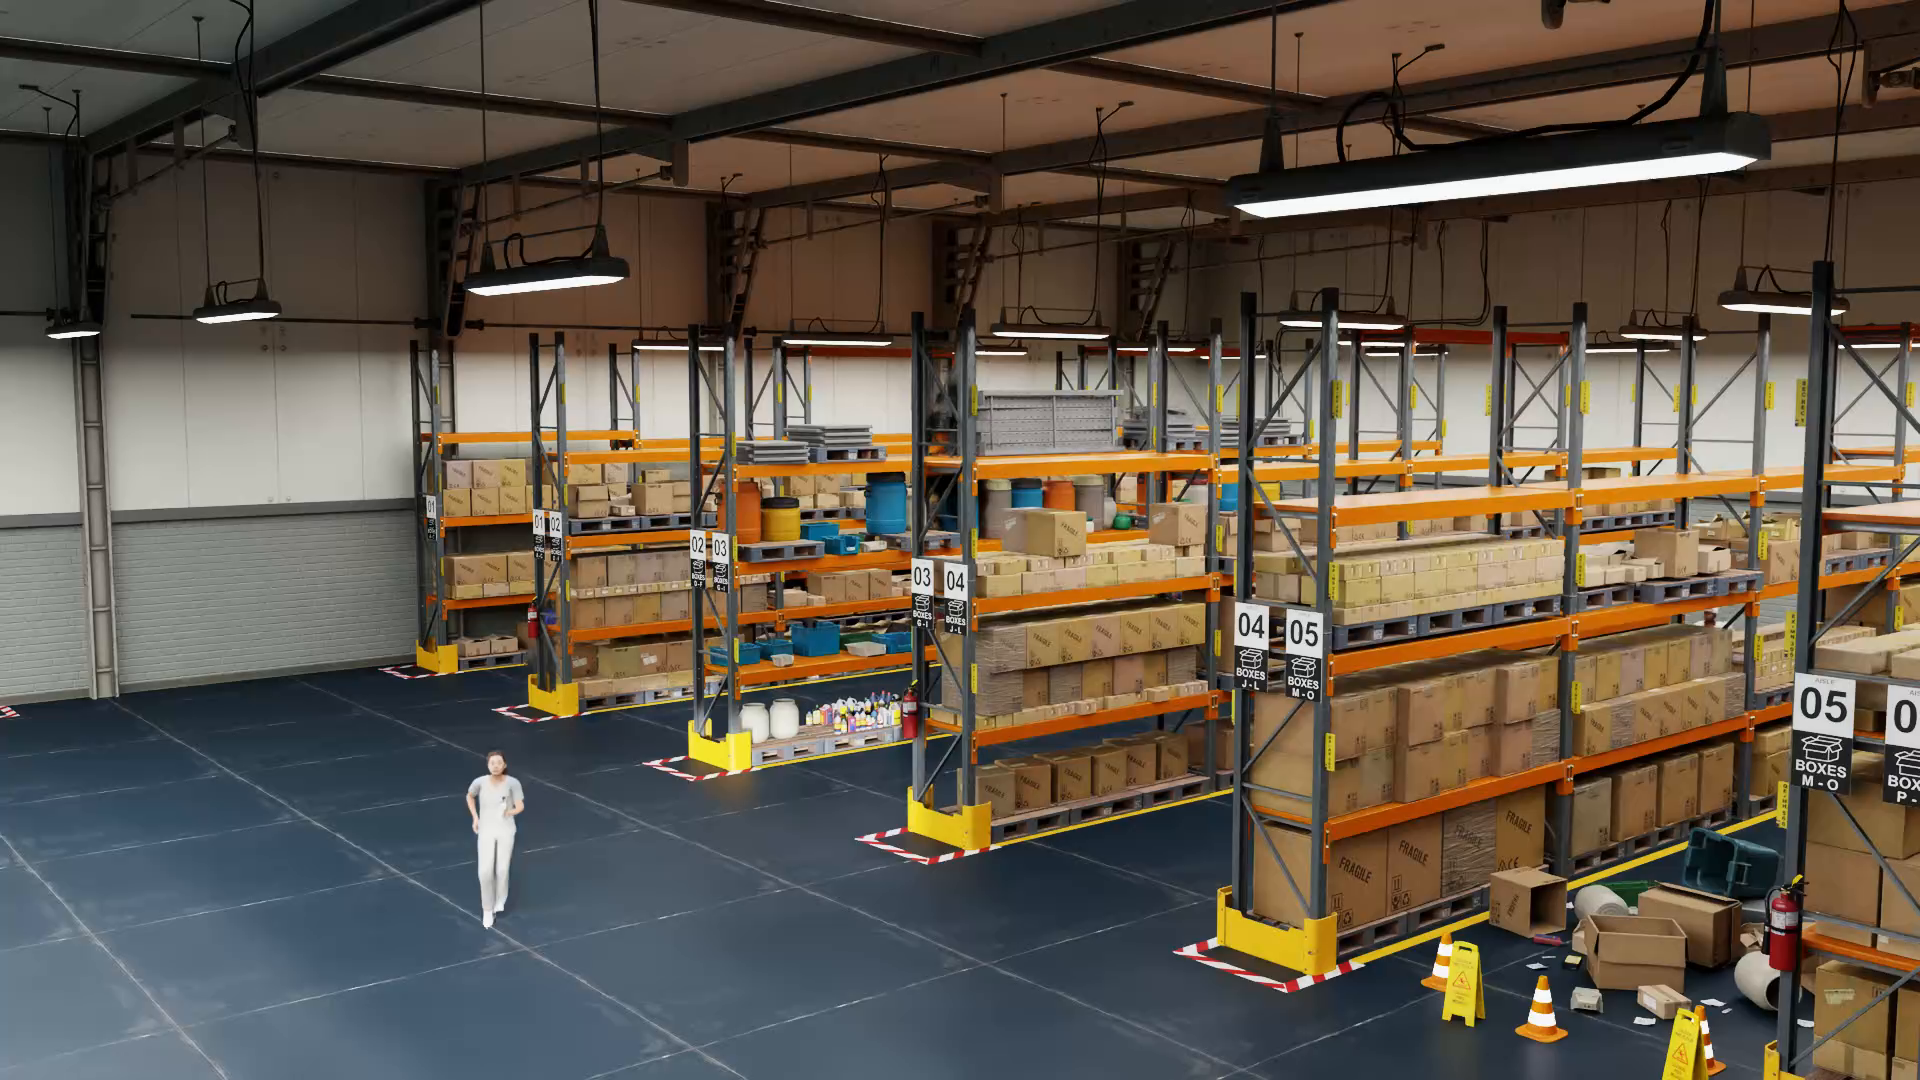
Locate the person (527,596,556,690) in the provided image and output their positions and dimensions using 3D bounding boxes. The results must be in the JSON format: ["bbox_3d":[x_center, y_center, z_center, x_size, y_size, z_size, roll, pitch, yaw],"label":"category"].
[{"bbox_3d":[-7.022,1.756,28.110,0.547,1.603,0.628,-4,7,-37],"label":"person"}]

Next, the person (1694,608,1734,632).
[{"bbox_3d":[11.731,1.884,26.011,0.725,1.775,0.837,5,7,45],"label":"person"}]

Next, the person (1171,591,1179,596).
[{"bbox_3d":[4.315,1.250,32.719,0.659,1.825,0.742,5,7,43],"label":"person"}]

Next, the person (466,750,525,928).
[{"bbox_3d":[-4.466,2.861,16.018,0.541,1.703,0.720,-1,5,-16],"label":"person"}]
